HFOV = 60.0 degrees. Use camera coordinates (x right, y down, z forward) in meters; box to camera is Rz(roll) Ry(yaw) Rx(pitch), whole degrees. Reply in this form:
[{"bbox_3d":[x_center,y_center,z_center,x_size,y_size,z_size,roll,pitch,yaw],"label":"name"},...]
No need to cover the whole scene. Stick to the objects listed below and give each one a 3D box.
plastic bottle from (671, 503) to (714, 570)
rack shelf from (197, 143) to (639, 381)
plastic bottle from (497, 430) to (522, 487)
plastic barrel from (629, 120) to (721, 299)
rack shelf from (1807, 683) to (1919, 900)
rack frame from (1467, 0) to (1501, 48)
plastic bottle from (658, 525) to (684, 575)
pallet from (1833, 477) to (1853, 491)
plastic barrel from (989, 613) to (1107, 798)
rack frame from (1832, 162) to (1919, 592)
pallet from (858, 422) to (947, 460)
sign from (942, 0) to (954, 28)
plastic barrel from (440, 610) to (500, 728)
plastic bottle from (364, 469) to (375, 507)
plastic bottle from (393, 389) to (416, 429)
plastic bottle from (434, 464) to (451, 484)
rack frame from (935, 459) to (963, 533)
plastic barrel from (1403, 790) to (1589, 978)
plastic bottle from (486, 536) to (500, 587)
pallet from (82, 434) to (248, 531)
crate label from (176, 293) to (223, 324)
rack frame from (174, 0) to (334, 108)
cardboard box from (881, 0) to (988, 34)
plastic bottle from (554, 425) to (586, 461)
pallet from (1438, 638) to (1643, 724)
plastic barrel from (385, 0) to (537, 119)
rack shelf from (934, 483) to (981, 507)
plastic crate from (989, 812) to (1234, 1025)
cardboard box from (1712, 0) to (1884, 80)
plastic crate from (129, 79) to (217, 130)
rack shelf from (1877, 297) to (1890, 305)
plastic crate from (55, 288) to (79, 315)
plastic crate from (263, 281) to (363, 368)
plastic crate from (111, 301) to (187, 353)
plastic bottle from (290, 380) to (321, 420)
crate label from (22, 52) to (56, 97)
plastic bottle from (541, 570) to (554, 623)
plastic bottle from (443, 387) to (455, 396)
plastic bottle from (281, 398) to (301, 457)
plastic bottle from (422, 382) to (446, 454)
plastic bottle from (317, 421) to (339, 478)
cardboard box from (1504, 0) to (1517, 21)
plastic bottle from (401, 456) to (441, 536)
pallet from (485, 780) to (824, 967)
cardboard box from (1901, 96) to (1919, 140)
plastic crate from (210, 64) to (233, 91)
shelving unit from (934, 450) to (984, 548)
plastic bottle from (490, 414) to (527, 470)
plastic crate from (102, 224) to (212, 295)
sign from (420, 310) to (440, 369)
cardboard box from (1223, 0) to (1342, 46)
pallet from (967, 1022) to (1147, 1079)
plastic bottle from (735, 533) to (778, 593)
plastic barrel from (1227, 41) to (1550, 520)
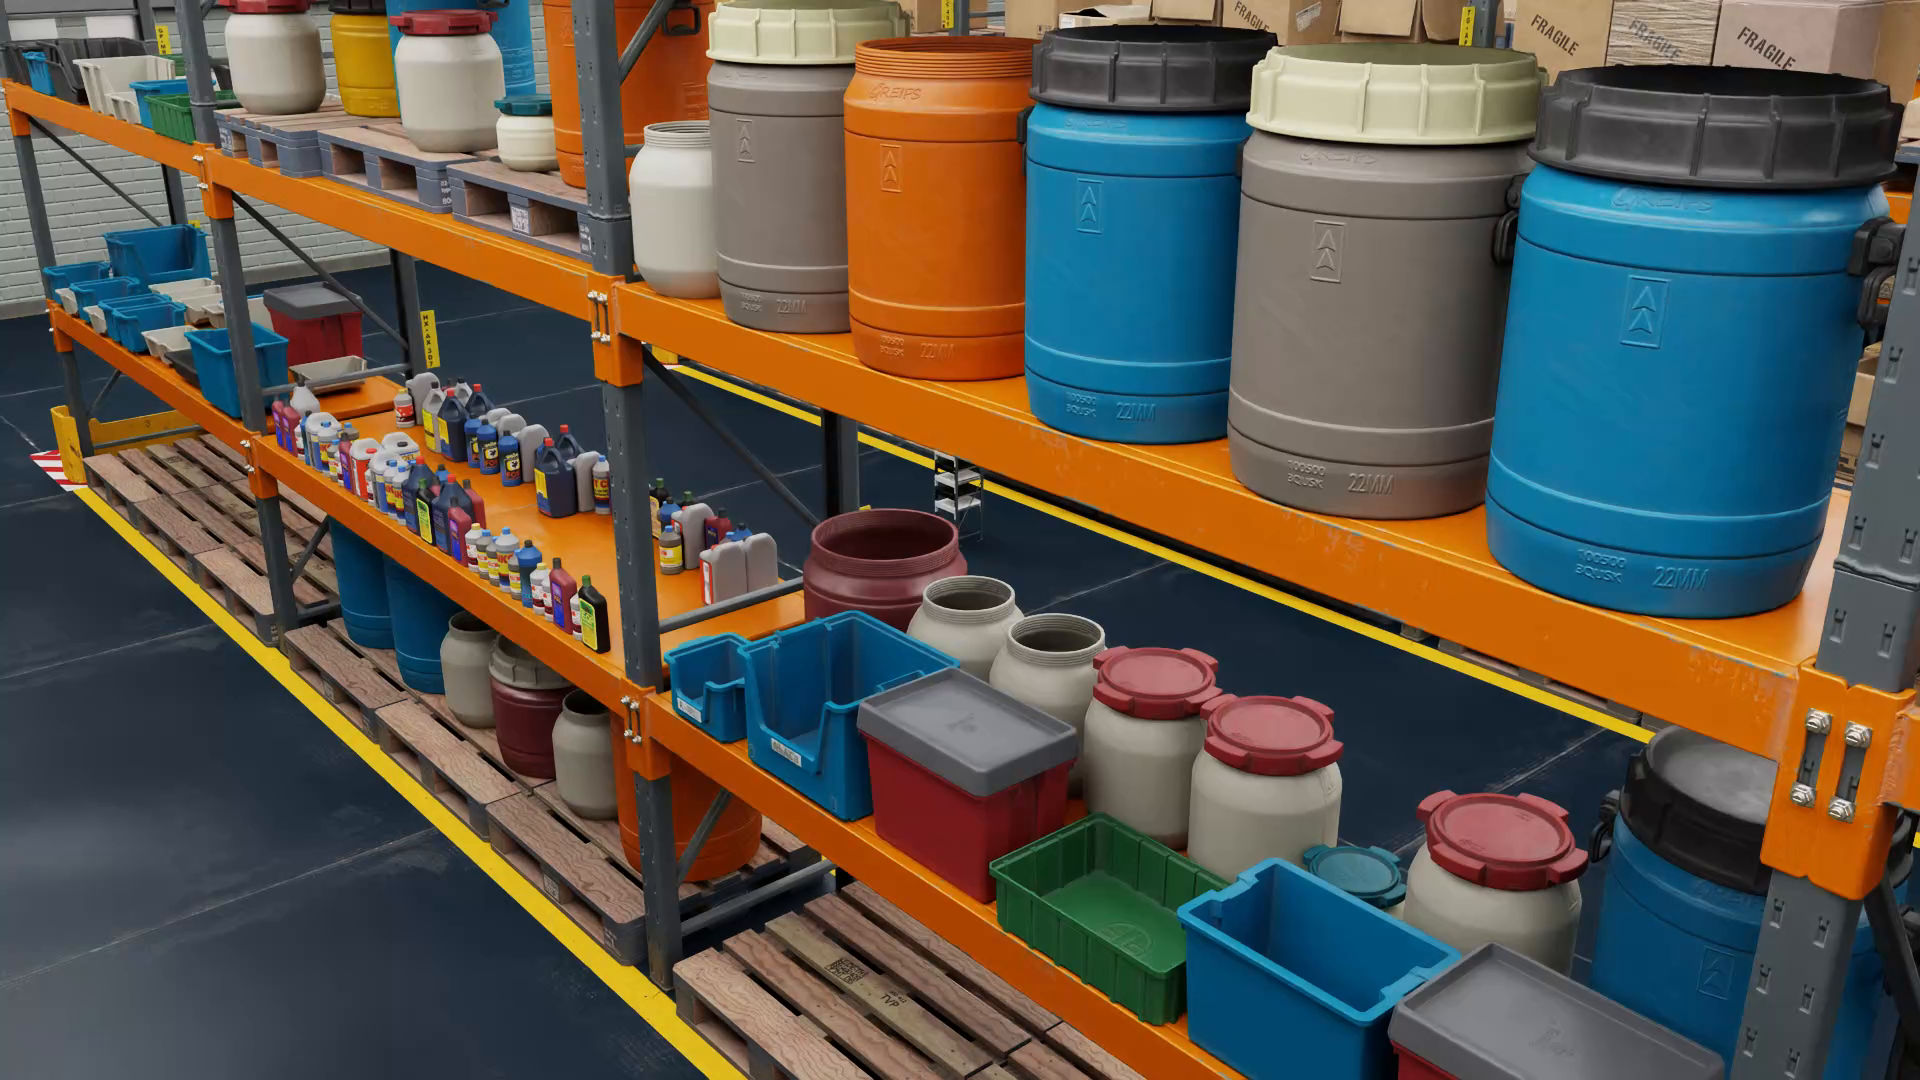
[{"bbox_3d":[-1.144,-0.032,7.122,0.152,0.276,0.135,-17,27,-37],"label":"plastic bottle"},{"bbox_3d":[-2.110,-1.379,7.266,1.077,0.370,4.000,-17,27,-37],"label":"rack shelf"},{"bbox_3d":[-2.189,-0.402,8.074,0.097,0.271,0.097,0,21,0],"label":"plastic bottle"},{"bbox_3d":[-0.834,-1.055,5.298,0.421,0.512,0.421,0,21,0],"label":"plastic barrel"},{"bbox_3d":[3.112,0.831,1.623,1.077,0.370,4.000,-17,27,-37],"label":"rack shelf"},{"bbox_3d":[2.948,-3.737,8.187,1.000,3.000,0.127,-17,27,-37],"label":"rack frame"},{"bbox_3d":[-1.226,0.038,7.046,0.097,0.201,0.097,0,21,0],"label":"plastic bottle"},{"bbox_3d":[4.271,-0.318,7.945,1.003,0.211,1.213,-17,27,-37],"label":"pallet"},{"bbox_3d":[0.304,0.533,5.358,0.421,0.512,0.421,0,21,0],"label":"plastic barrel"},{"bbox_3d":[1.807,-1.453,2.355,1.000,3.000,0.127,-17,27,-37],"label":"rack frame"},{"bbox_3d":[-0.100,-0.980,13.195,1.003,0.211,1.213,-17,27,-37],"label":"pallet"},{"bbox_3d":[-0.082,-3.591,11.109,0.100,0.325,0.005,-17,27,-37],"label":"sign"},{"bbox_3d":[-2.310,0.620,8.124,0.421,0.512,0.421,0,21,0],"label":"plastic barrel"},{"bbox_3d":[-2.742,-0.265,7.819,0.097,0.201,0.097,0,21,0],"label":"plastic bottle"},{"bbox_3d":[-2.995,-0.711,8.958,0.097,0.201,0.097,0,21,0],"label":"plastic bottle"},{"bbox_3d":[-2.355,-0.214,7.593,0.097,0.271,0.097,0,21,0],"label":"plastic bottle"},{"bbox_3d":[-0.072,-0.449,10.897,0.240,0.900,0.006,-17,27,-37],"label":"rack frame"},{"bbox_3d":[1.348,0.960,4.233,0.433,0.535,0.433,0,21,0],"label":"plastic barrel"},{"bbox_3d":[-1.921,0.083,6.932,0.097,0.201,0.097,0,21,0],"label":"plastic bottle"},{"bbox_3d":[-5.517,-0.440,11.817,1.003,0.211,1.213,-17,27,-37],"label":"pallet"},{"bbox_3d":[-4.978,-1.544,11.091,0.396,0.136,0.243,-17,27,-37],"label":"crate label"},{"bbox_3d":[-3.415,-3.664,7.999,1.000,3.000,0.127,-17,27,-37],"label":"rack frame"},{"bbox_3d":[-0.219,-3.936,11.958,0.700,0.500,0.500,-19,29,-40],"label":"cardboard box"},{"bbox_3d":[-1.848,-0.367,7.875,0.144,0.351,0.185,-17,27,-37],"label":"plastic bottle"},{"bbox_3d":[3.457,0.571,9.238,1.003,0.211,1.213,-17,27,-37],"label":"pallet"},{"bbox_3d":[-2.185,-2.261,7.267,0.600,0.901,0.708,-17,27,-37],"label":"plastic barrel"},{"bbox_3d":[-0.005,-0.306,10.871,0.258,0.077,0.200,-17,27,-37],"label":"rack shelf"},{"bbox_3d":[0.456,1.025,4.545,0.450,0.188,0.662,-17,27,-37],"label":"plastic crate"},{"bbox_3d":[3.722,-2.151,7.427,0.500,0.500,0.500,-18,28,-39],"label":"cardboard box"},{"bbox_3d":[-4.251,-2.364,9.024,0.416,0.233,0.300,-17,27,-37],"label":"plastic crate"},{"bbox_3d":[8.077,-1.209,10.945,1.077,0.370,4.000,-17,27,-37],"label":"rack shelf"},{"bbox_3d":[-5.968,-1.626,11.301,0.250,0.136,0.298,-17,27,-37],"label":"plastic crate"},{"bbox_3d":[-3.808,-1.234,9.852,0.402,0.464,0.583,-17,27,-37],"label":"plastic crate"},{"bbox_3d":[-5.059,-1.332,10.419,0.416,0.233,0.300,-17,27,-37],"label":"plastic crate"},{"bbox_3d":[-3.405,-0.662,8.628,0.144,0.351,0.185,-17,27,-37],"label":"plastic bottle"},{"bbox_3d":[-5.669,-2.971,10.547,0.408,0.251,0.502,-17,27,-37],"label":"crate label"},{"bbox_3d":[-1.604,0.217,6.589,0.097,0.201,0.097,0,21,0],"label":"plastic bottle"},{"bbox_3d":[-2.675,-0.680,8.776,0.152,0.276,0.135,-17,27,-37],"label":"plastic bottle"},{"bbox_3d":[-3.412,-0.576,8.502,0.061,0.283,0.133,-17,27,-37],"label":"plastic bottle"},{"bbox_3d":[-2.677,-0.637,8.564,0.144,0.351,0.185,-17,27,-37],"label":"plastic bottle"},{"bbox_3d":[-3.108,-0.452,8.201,0.097,0.271,0.097,0,21,0],"label":"plastic bottle"},{"bbox_3d":[4.576,-4.460,13.691,0.500,0.311,0.500,-18,28,-38],"label":"cardboard box"},{"bbox_3d":[-2.418,-0.210,7.474,0.144,0.351,0.185,-17,27,-37],"label":"plastic bottle"},{"bbox_3d":[-1.350,1.325,7.310,1.003,0.211,1.213,-17,27,-37],"label":"pallet"},{"bbox_3d":[4.259,-1.817,7.141,0.380,0.166,0.250,-18,28,-39],"label":"cardboard box"},{"bbox_3d":[-4.018,-2.614,9.612,0.497,0.269,0.590,-17,27,-37],"label":"plastic crate"},{"bbox_3d":[-0.005,-0.421,10.826,0.258,0.900,0.210,-17,27,-37],"label":"shelving unit"},{"bbox_3d":[-2.258,-0.503,8.325,0.152,0.276,0.135,-17,27,-37],"label":"plastic bottle"},{"bbox_3d":[-5.666,-1.972,11.774,0.616,0.435,0.499,-17,27,-37],"label":"plastic crate"},{"bbox_3d":[-2.997,-1.129,9.375,0.100,0.325,0.005,-17,27,-37],"label":"sign"},{"bbox_3d":[1.865,-2.952,9.581,0.500,0.500,0.500,-16,26,-35],"label":"cardboard box"},{"bbox_3d":[0.464,2.094,5.349,1.003,0.211,1.213,-17,27,-37],"label":"pallet"},{"bbox_3d":[-0.842,0.096,6.795,0.152,0.276,0.135,-17,27,-37],"label":"plastic bottle"},{"bbox_3d":[0.883,-0.560,3.499,0.600,0.901,0.600,0,21,0],"label":"plastic barrel"}]
